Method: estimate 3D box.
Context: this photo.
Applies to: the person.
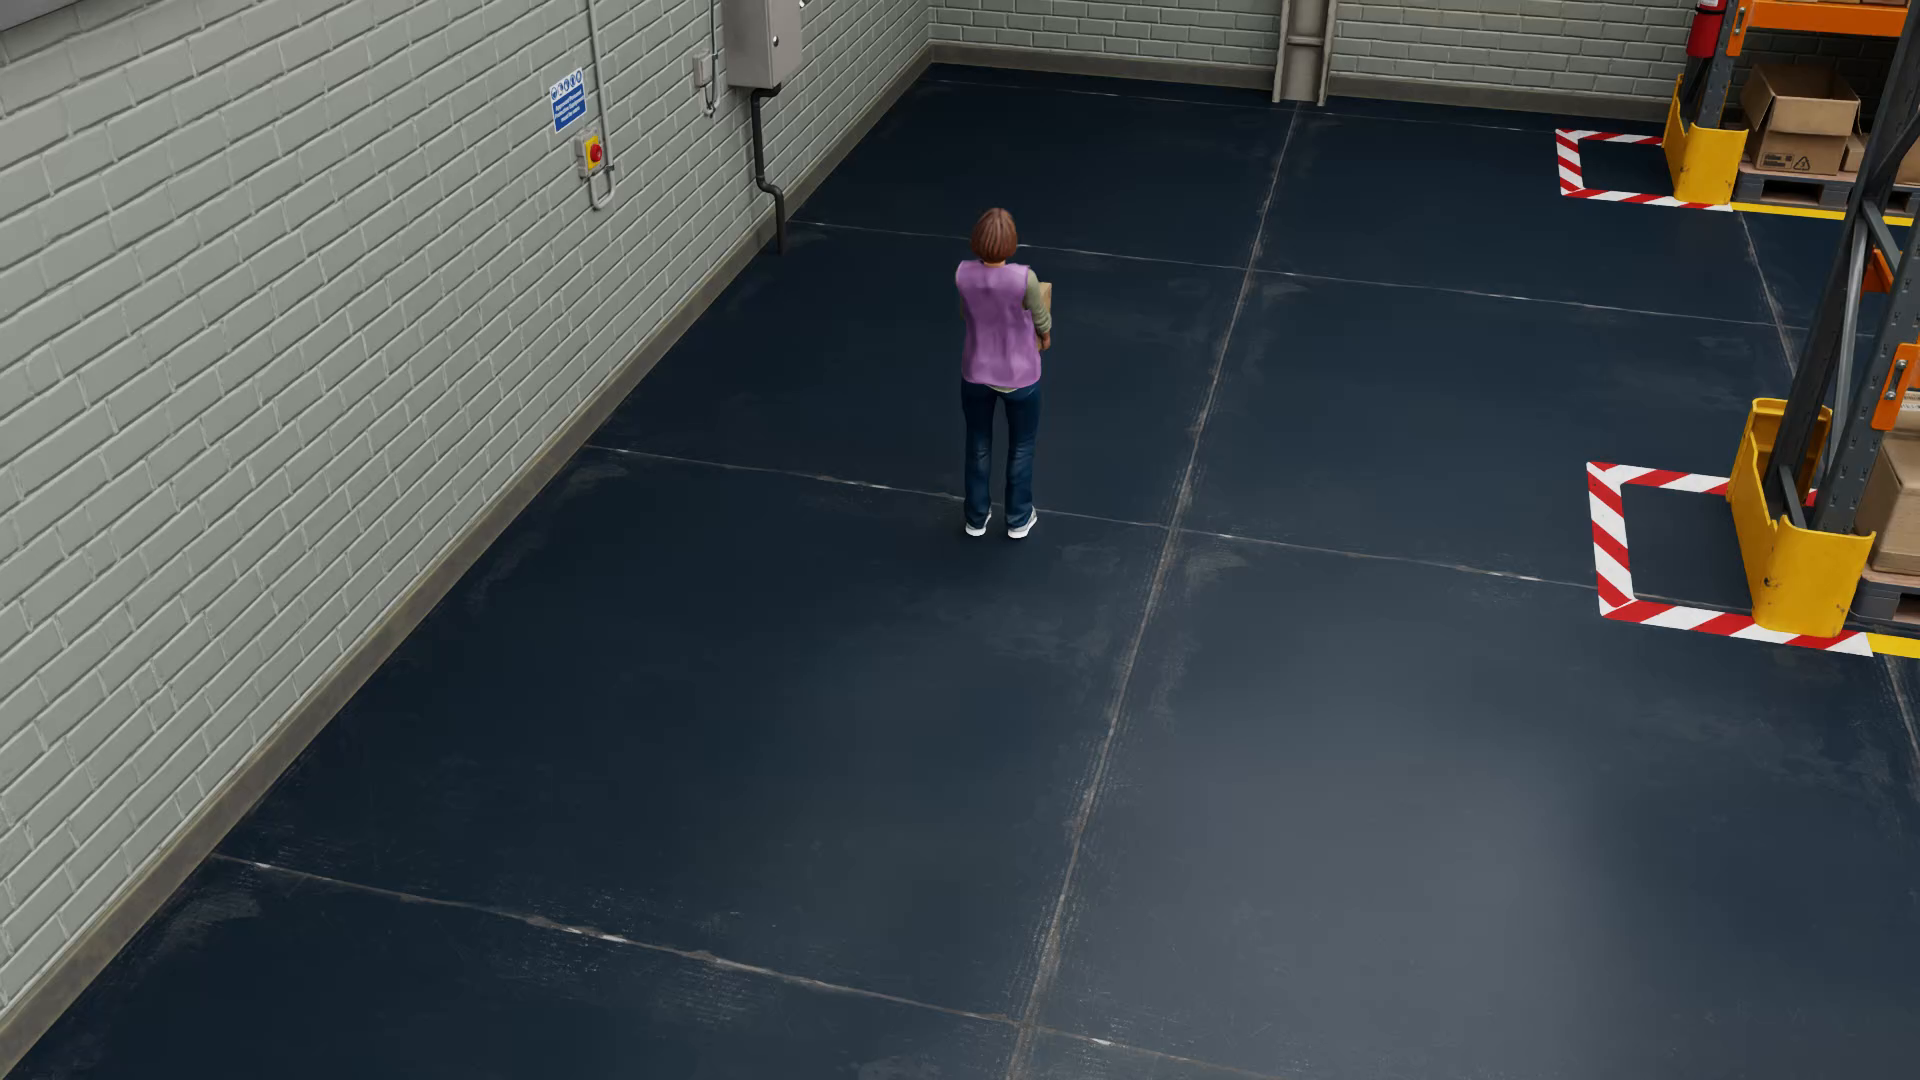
[{"bbox_3d":[0.196,-0.750,7.298,0.405,1.590,0.492,9,34,13],"label":"person"}]
